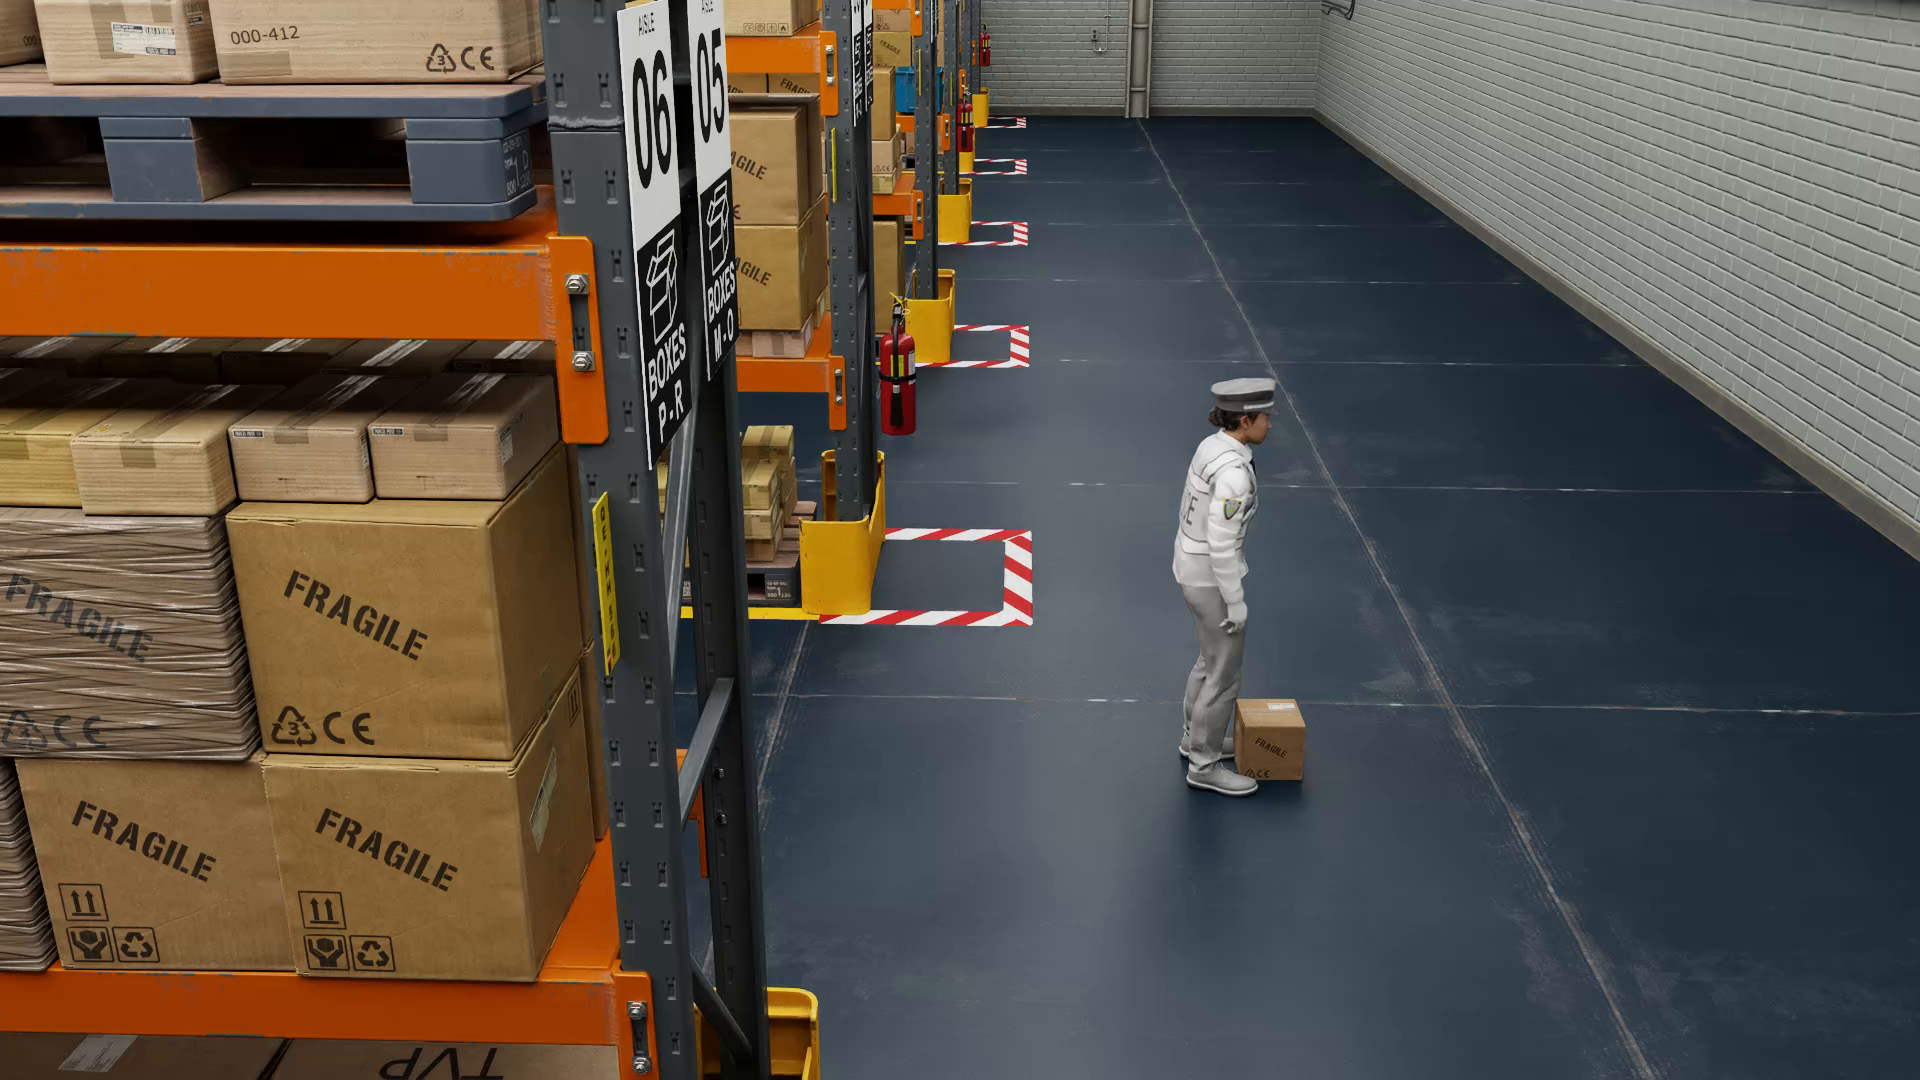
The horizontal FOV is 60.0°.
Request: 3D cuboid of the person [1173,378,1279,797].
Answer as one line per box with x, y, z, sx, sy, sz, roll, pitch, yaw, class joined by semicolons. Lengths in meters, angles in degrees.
1.040;0.167;6.636;0.372;1.664;0.528;1;21;2;person
